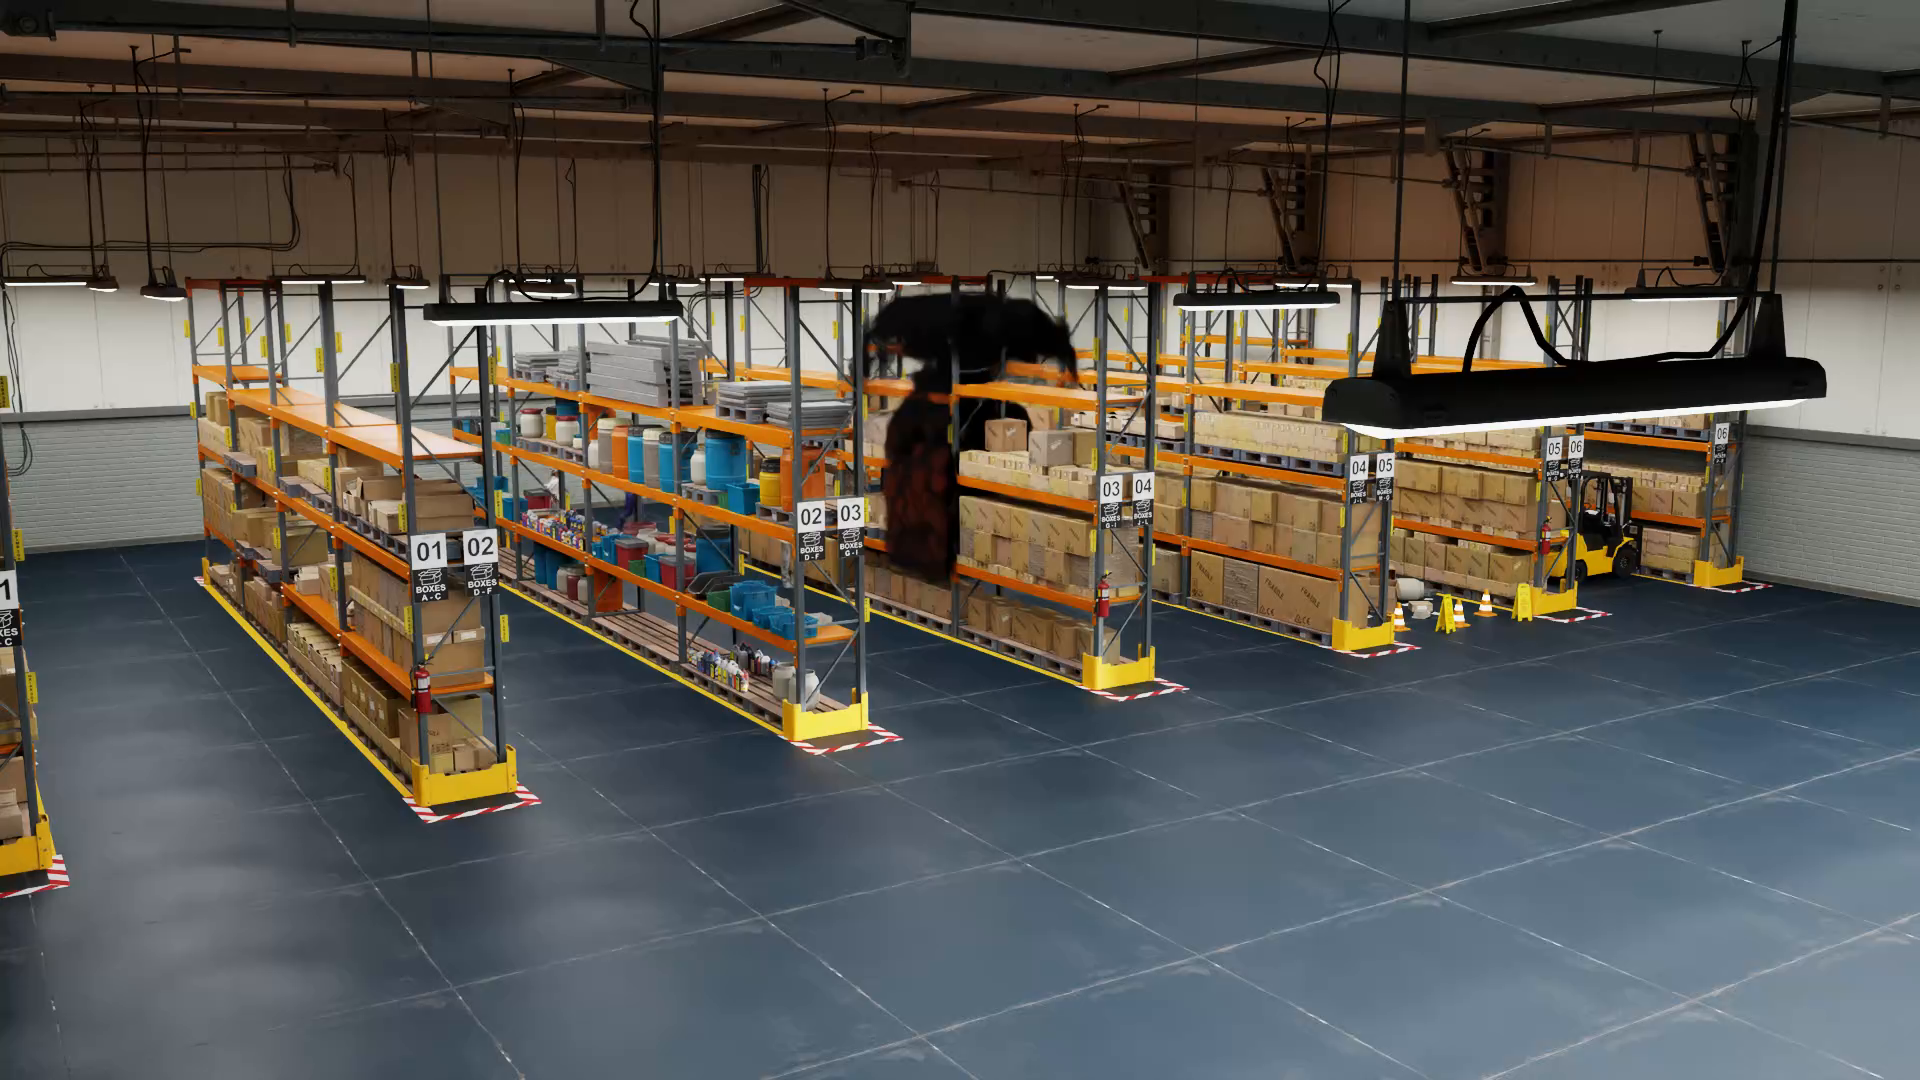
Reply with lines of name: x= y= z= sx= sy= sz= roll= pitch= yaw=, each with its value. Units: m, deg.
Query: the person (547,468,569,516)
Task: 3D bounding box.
person: x=-9.255 y=-0.843 z=37.956 sx=0.869 sy=1.714 sz=0.566 roll=-3 pitch=10 yaw=-17

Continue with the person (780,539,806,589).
person: x=-3.084 y=0.073 z=30.652 sx=0.674 sy=1.820 sz=0.640 roll=-7 pitch=12 yaw=-34

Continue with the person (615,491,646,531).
person: x=-7.667 y=-0.957 z=38.816 sx=0.871 sy=1.689 sz=0.611 roll=-3 pitch=10 yaw=-19
